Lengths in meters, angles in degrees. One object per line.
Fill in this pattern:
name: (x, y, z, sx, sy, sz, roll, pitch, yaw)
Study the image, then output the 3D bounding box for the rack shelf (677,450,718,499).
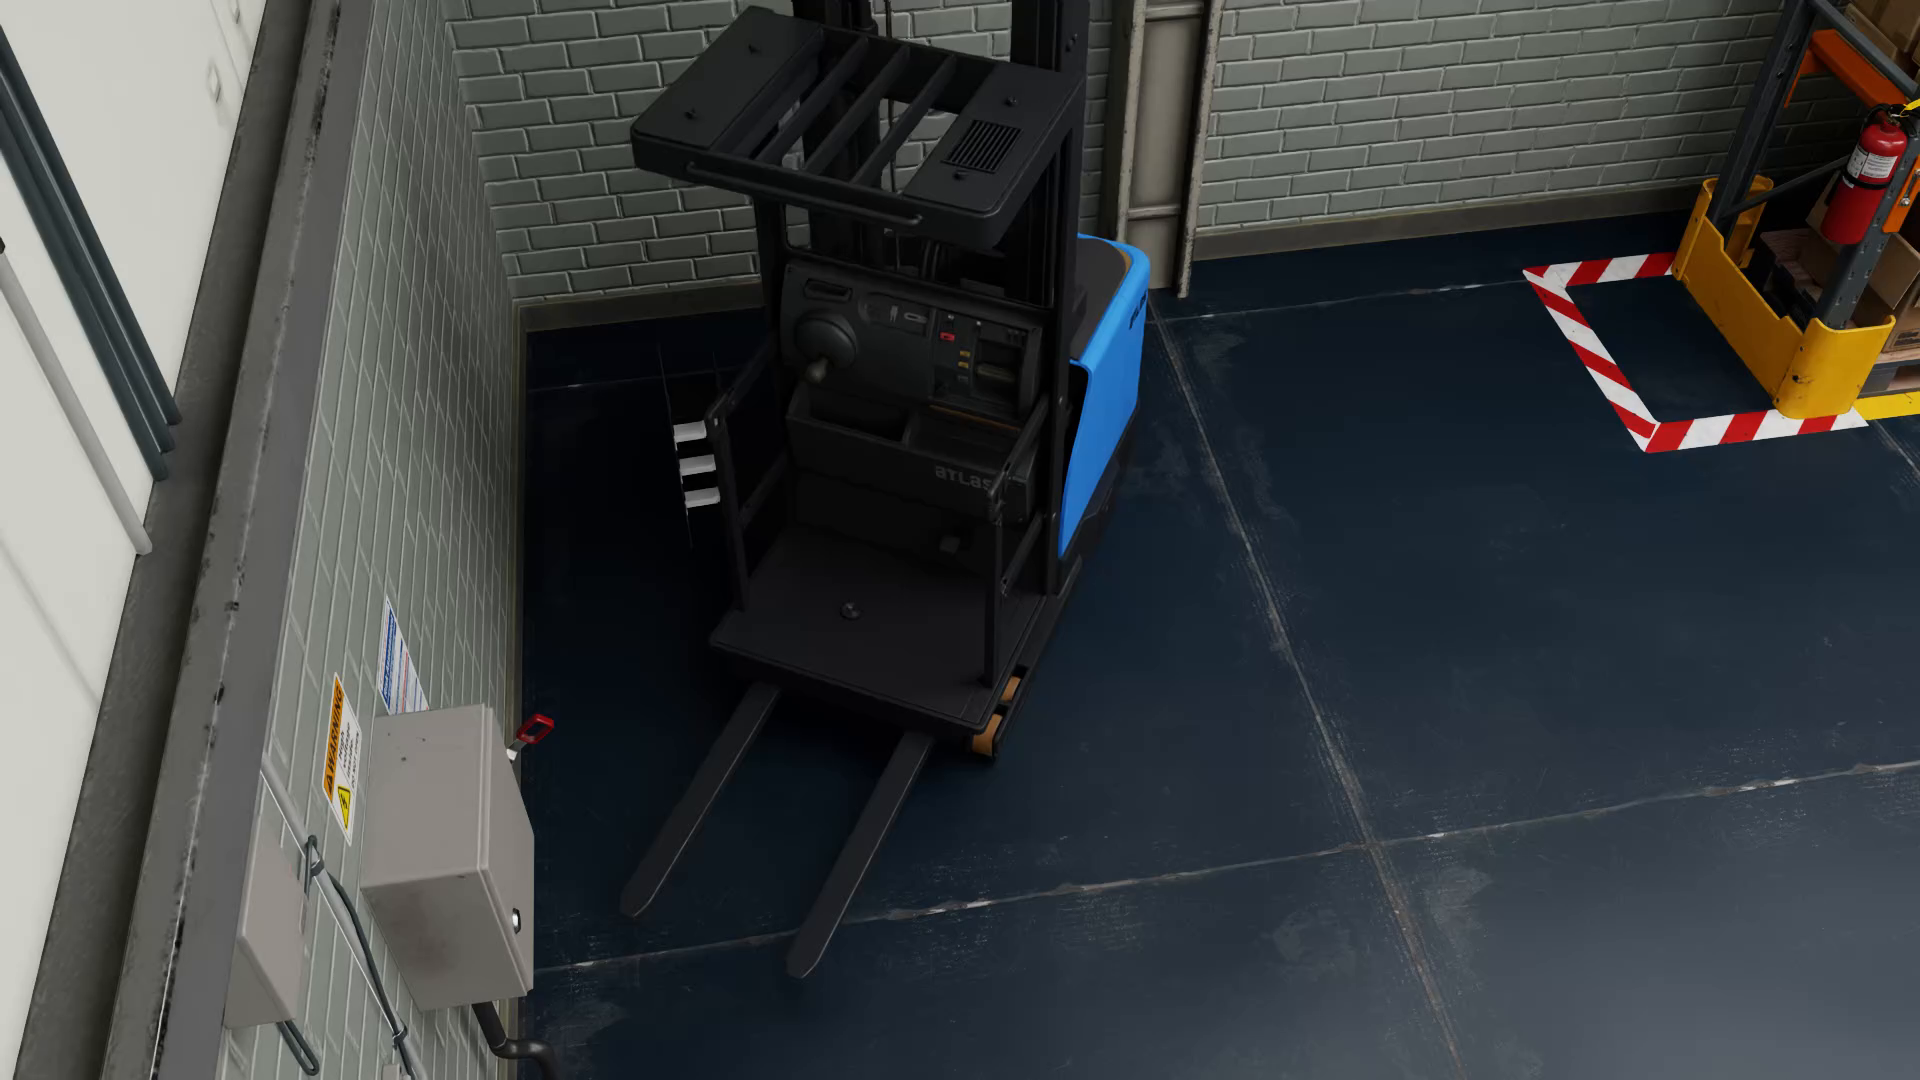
rack shelf: (-1.040, -0.292, 6.771, 0.200, 0.077, 0.258, -9, 47, -9)

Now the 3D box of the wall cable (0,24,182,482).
wall cable: (-1.571, -2.190, 2.779, 0.133, 3.039, 2.988, -7, 46, -7)

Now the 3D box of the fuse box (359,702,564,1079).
fuse box: (-1.218, 1.169, 4.629, 0.414, 1.711, 0.539, -7, 46, -7)

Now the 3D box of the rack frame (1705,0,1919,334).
rack frame: (3.699, -2.000, 6.788, 0.127, 3.000, 1.000, -7, 46, -7)

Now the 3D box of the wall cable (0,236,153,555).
wall cable: (-1.134, -0.196, 0.883, 0.029, 3.000, 2.355, -7, 46, -7)

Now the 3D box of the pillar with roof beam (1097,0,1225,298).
pillar with roof beam: (1.622, -1.336, 1.981, 0.400, 9.000, 9.100, -7, 46, -7)

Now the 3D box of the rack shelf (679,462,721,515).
rack shelf: (-1.040, -0.230, 6.836, 0.200, 0.077, 0.258, -9, 47, -9)

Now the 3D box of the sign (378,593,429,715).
sign: (-1.506, 0.430, 4.512, 0.001, 0.494, 0.329, -7, 46, -7)

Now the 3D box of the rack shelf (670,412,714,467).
rack shelf: (-1.040, -0.417, 6.641, 0.200, 0.077, 0.258, -9, 47, -9)

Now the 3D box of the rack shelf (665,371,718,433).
rack shelf: (-1.040, -0.542, 6.512, 0.200, 0.077, 0.258, -9, 47, -9)

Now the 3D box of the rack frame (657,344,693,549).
rack frame: (-1.139, -0.361, 6.666, 0.006, 0.900, 0.240, -9, 47, -9)

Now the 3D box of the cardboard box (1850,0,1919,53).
cardboard box: (4.107, -2.296, 6.970, 0.500, 0.250, 0.500, -6, 46, -6)

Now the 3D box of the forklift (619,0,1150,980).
forklift: (-0.250, -0.566, 5.453, 1.130, 2.935, 3.031, 16, 48, 15)

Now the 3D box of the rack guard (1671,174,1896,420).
rack guard: (3.774, -1.143, 7.697, 0.348, 0.500, 1.175, -7, 46, -7)

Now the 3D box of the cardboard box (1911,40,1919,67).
cardboard box: (4.192, -1.916, 6.604, 0.500, 0.250, 0.500, -7, 46, -7)

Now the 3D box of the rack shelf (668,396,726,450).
rack shelf: (-1.040, -0.479, 6.576, 0.200, 0.077, 0.258, -9, 47, -9)

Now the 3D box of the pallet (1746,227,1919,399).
pallet: (4.559, -1.141, 7.896, 1.213, 0.211, 1.003, -7, 46, -7)

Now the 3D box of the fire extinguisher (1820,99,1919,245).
fire extinguisher: (3.633, -1.498, 6.616, 0.183, 0.674, 0.296, -7, 46, -7)

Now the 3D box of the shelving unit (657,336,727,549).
shelving unit: (-1.040, -0.378, 6.682, 0.210, 0.900, 0.258, -9, 47, -9)

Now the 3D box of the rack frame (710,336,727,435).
rack frame: (-0.941, -0.394, 6.698, 0.006, 0.900, 0.240, -9, 47, -9)

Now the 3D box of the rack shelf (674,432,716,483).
rack shelf: (-1.040, -0.354, 6.706, 0.200, 0.077, 0.258, -9, 47, -9)

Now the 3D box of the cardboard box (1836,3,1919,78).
cardboard box: (3.980, -2.144, 7.101, 0.250, 0.149, 0.380, -8, 47, -7)

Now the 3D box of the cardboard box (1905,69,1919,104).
cardboard box: (4.070, -1.759, 6.729, 0.250, 0.149, 0.380, -7, 47, -7)

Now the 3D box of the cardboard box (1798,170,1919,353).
cardboard box: (4.318, -1.288, 7.543, 0.637, 0.503, 0.797, -9, 47, -8)

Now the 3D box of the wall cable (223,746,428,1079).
wall cable: (-1.257, 0.873, 3.314, 0.122, 1.984, 0.588, -7, 46, -7)

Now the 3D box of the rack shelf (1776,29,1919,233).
rack shelf: (5.670, -1.996, 7.283, 4.000, 0.370, 1.077, -7, 46, -7)

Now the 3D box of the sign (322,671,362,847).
sign: (-1.412, 0.500, 3.805, 0.001, 0.242, 0.339, -7, 46, -7)
